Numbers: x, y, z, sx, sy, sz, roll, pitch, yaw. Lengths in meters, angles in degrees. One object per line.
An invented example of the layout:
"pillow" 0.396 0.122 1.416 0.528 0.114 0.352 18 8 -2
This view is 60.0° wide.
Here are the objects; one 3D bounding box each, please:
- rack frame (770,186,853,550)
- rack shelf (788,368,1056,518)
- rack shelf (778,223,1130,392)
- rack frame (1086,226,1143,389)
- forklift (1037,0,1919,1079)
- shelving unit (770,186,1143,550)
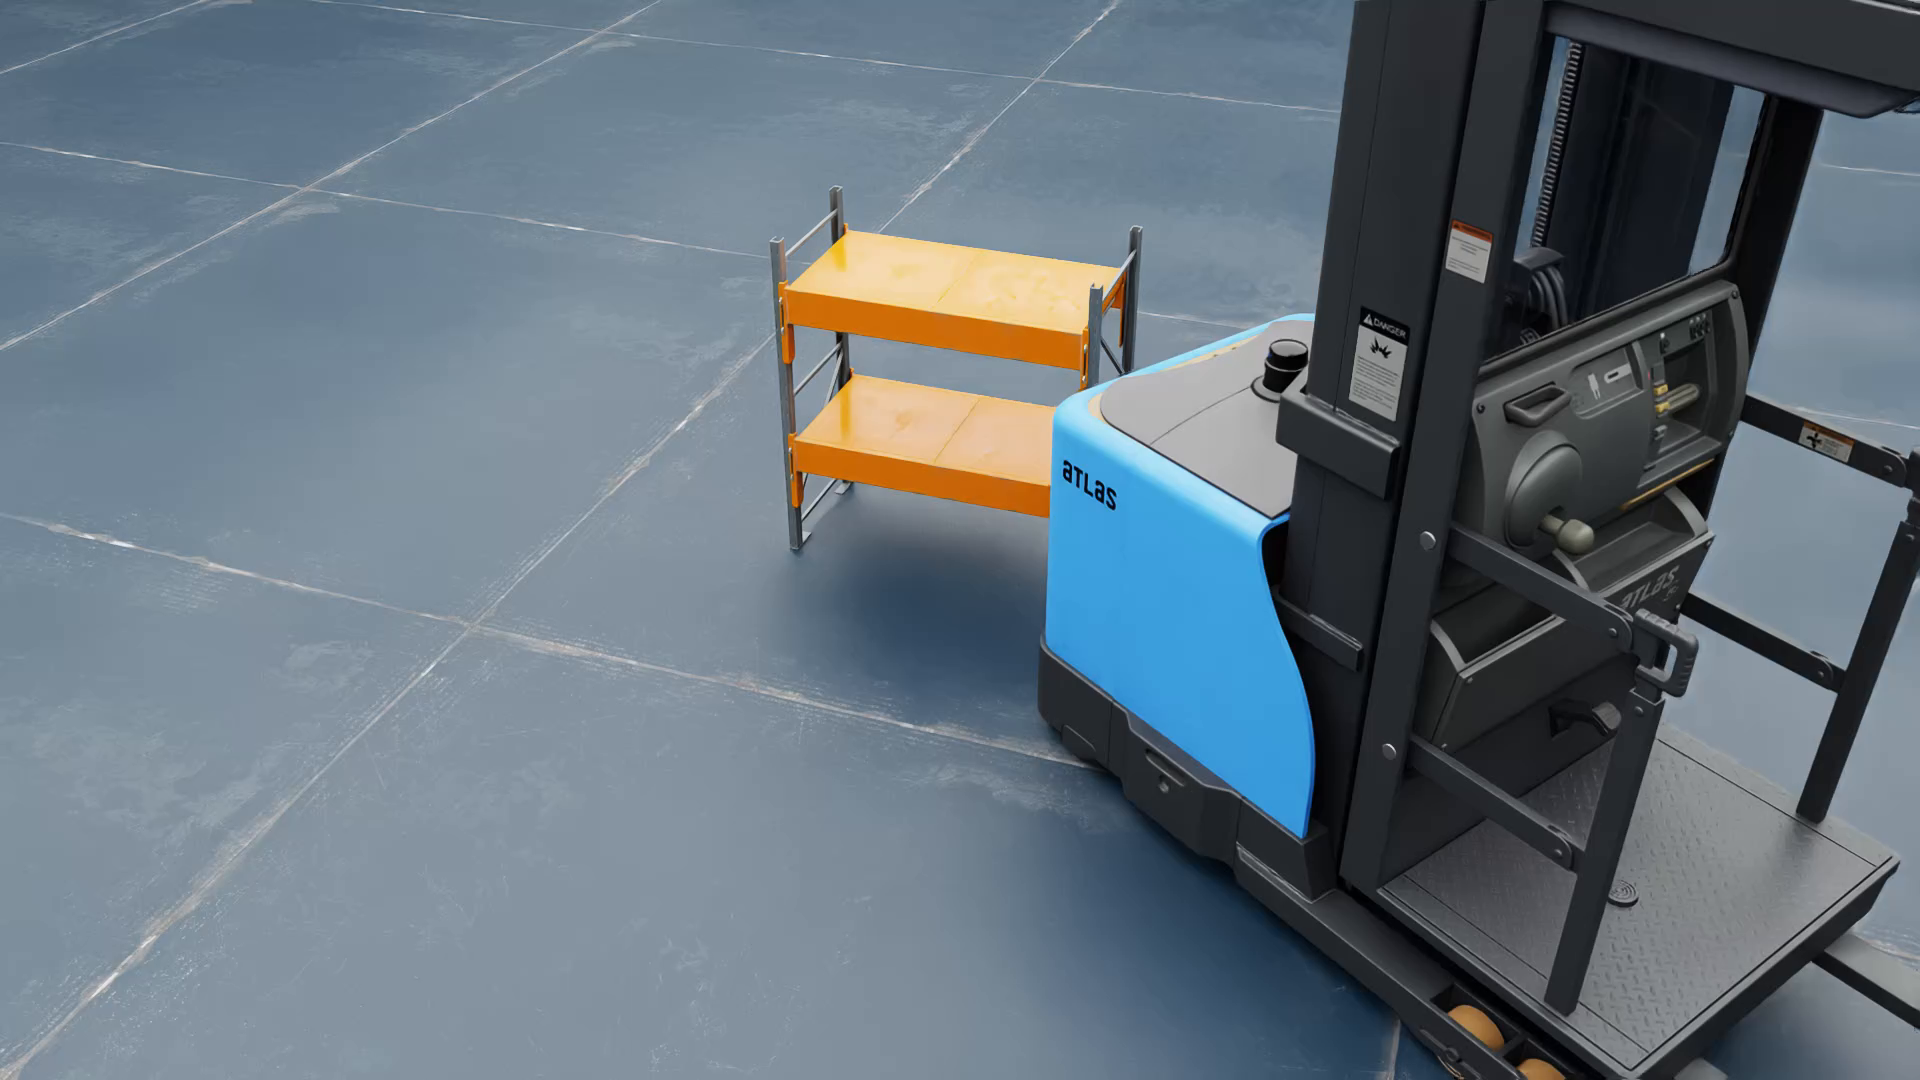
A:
"rack frame" -0.485 -0.567 5.591 0.032 1.125 0.500 11 34 16
"rack shelf" -0.006 -0.268 5.579 1.000 0.278 0.538 11 34 16
"rack shelf" -0.006 -0.720 5.288 1.000 0.278 0.538 11 34 16
"rack frame" 0.472 -0.381 5.303 0.032 1.125 0.500 11 34 16
"forklift" 1.513 -0.211 3.375 1.130 2.935 3.031 -22 39 -30
"shelving unit" -0.006 -0.474 5.447 1.048 1.125 0.538 11 34 16
